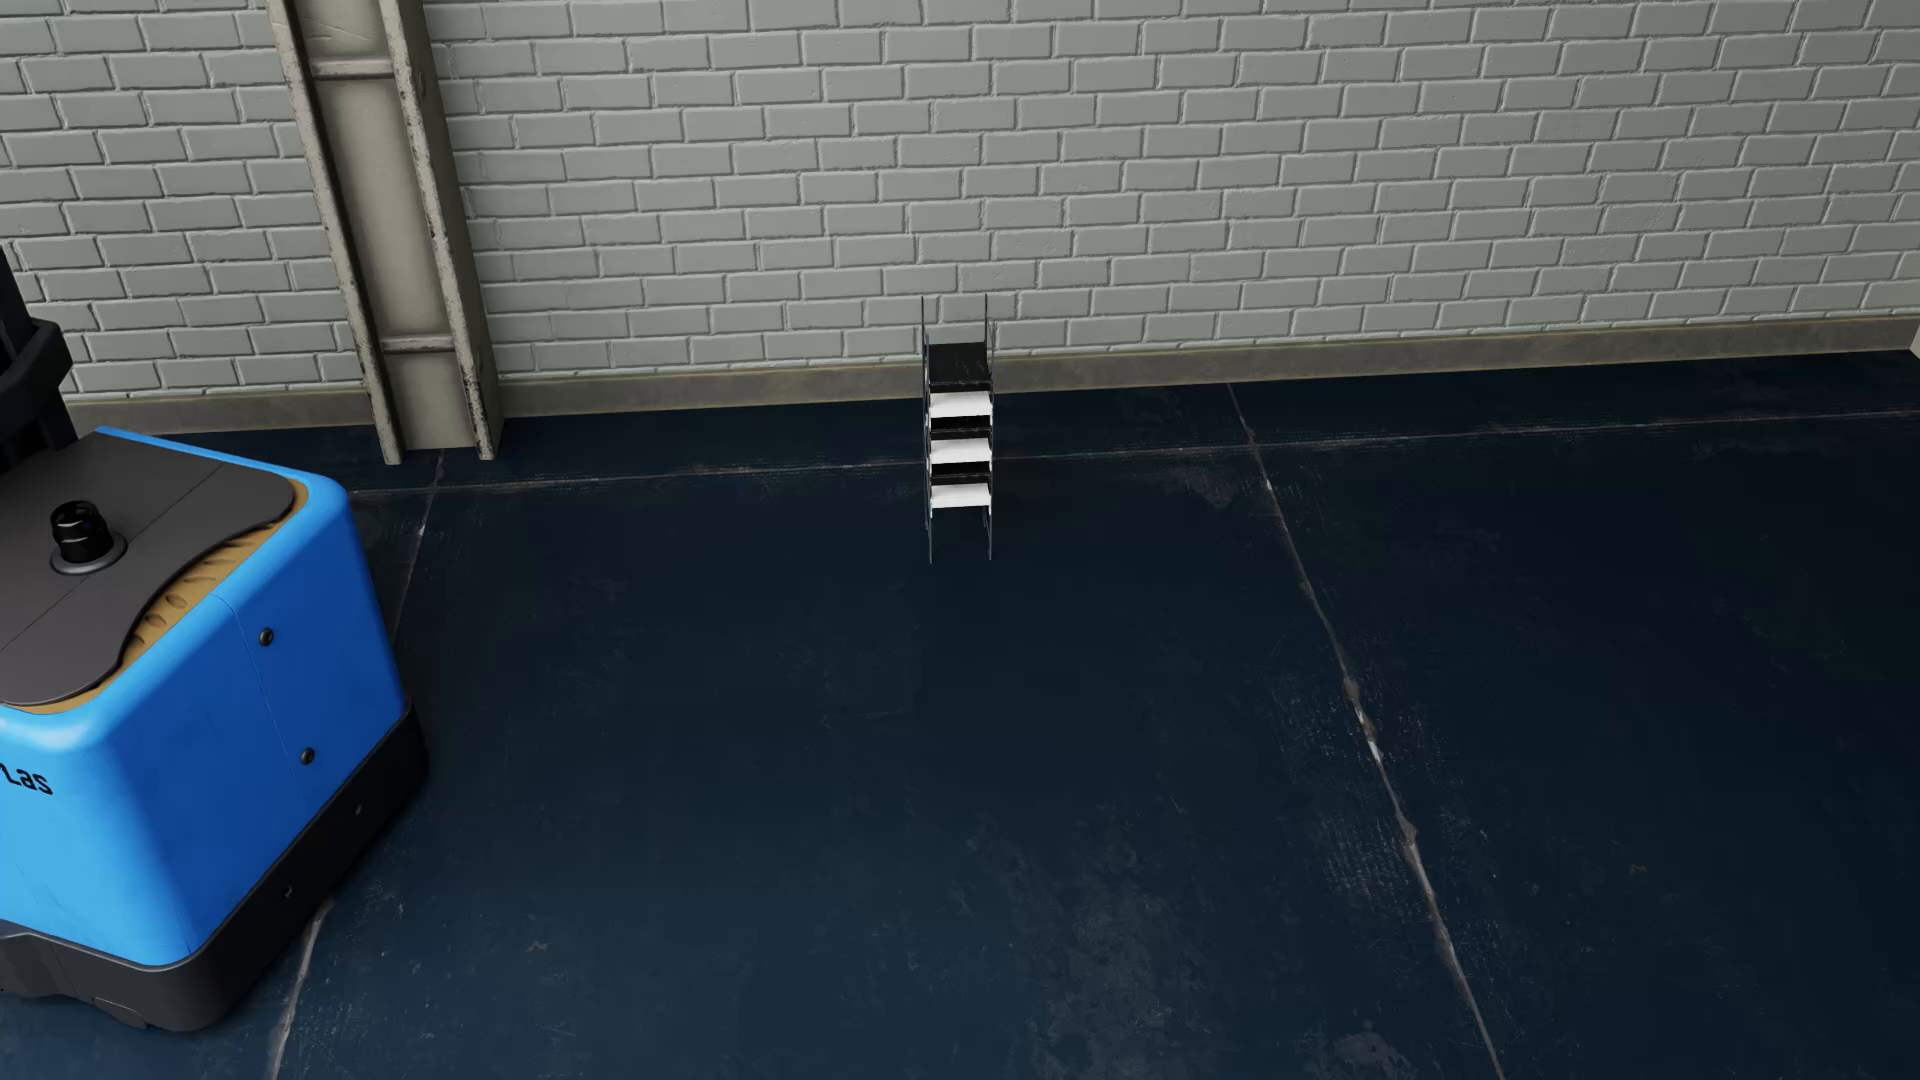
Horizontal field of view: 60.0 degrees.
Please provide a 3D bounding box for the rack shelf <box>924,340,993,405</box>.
[{"bbox_3d":[-0.008,-0.539,5.324,0.200,0.077,0.258,-3,38,-4],"label":"rack shelf"}]

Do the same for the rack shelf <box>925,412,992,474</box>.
[{"bbox_3d":[-0.008,-0.327,5.491,0.200,0.077,0.258,-3,38,-4],"label":"rack shelf"}]

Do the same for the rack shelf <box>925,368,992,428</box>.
[{"bbox_3d":[-0.008,-0.468,5.380,0.200,0.077,0.258,-3,38,-4],"label":"rack shelf"}]

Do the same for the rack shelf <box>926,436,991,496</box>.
[{"bbox_3d":[-0.008,-0.256,5.547,0.200,0.077,0.258,-3,38,-4],"label":"rack shelf"}]

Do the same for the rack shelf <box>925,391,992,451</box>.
[{"bbox_3d":[-0.008,-0.397,5.436,0.200,0.077,0.258,-3,38,-4],"label":"rack shelf"}]

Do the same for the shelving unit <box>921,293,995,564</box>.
[{"bbox_3d":[-0.008,-0.353,5.471,0.210,0.900,0.258,-3,38,-4],"label":"shelving unit"}]

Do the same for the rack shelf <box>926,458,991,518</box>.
[{"bbox_3d":[-0.008,-0.185,5.603,0.200,0.077,0.258,-3,38,-4],"label":"rack shelf"}]

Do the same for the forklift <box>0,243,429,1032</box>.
[{"bbox_3d":[-3.109,-0.478,3.989,3.031,2.935,1.130,12,40,15],"label":"forklift"}]

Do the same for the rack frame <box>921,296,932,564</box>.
[{"bbox_3d":[-0.109,-0.347,5.464,0.006,0.900,0.240,-3,38,-4],"label":"rack frame"}]

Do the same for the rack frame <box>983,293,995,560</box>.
[{"bbox_3d":[0.093,-0.358,5.478,0.006,0.900,0.240,-3,38,-4],"label":"rack frame"}]

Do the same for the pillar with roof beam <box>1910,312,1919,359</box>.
[{"bbox_3d":[4.433,-1.588,0.498,0.400,9.000,9.100,-3,38,-4],"label":"pillar with roof beam"}]
